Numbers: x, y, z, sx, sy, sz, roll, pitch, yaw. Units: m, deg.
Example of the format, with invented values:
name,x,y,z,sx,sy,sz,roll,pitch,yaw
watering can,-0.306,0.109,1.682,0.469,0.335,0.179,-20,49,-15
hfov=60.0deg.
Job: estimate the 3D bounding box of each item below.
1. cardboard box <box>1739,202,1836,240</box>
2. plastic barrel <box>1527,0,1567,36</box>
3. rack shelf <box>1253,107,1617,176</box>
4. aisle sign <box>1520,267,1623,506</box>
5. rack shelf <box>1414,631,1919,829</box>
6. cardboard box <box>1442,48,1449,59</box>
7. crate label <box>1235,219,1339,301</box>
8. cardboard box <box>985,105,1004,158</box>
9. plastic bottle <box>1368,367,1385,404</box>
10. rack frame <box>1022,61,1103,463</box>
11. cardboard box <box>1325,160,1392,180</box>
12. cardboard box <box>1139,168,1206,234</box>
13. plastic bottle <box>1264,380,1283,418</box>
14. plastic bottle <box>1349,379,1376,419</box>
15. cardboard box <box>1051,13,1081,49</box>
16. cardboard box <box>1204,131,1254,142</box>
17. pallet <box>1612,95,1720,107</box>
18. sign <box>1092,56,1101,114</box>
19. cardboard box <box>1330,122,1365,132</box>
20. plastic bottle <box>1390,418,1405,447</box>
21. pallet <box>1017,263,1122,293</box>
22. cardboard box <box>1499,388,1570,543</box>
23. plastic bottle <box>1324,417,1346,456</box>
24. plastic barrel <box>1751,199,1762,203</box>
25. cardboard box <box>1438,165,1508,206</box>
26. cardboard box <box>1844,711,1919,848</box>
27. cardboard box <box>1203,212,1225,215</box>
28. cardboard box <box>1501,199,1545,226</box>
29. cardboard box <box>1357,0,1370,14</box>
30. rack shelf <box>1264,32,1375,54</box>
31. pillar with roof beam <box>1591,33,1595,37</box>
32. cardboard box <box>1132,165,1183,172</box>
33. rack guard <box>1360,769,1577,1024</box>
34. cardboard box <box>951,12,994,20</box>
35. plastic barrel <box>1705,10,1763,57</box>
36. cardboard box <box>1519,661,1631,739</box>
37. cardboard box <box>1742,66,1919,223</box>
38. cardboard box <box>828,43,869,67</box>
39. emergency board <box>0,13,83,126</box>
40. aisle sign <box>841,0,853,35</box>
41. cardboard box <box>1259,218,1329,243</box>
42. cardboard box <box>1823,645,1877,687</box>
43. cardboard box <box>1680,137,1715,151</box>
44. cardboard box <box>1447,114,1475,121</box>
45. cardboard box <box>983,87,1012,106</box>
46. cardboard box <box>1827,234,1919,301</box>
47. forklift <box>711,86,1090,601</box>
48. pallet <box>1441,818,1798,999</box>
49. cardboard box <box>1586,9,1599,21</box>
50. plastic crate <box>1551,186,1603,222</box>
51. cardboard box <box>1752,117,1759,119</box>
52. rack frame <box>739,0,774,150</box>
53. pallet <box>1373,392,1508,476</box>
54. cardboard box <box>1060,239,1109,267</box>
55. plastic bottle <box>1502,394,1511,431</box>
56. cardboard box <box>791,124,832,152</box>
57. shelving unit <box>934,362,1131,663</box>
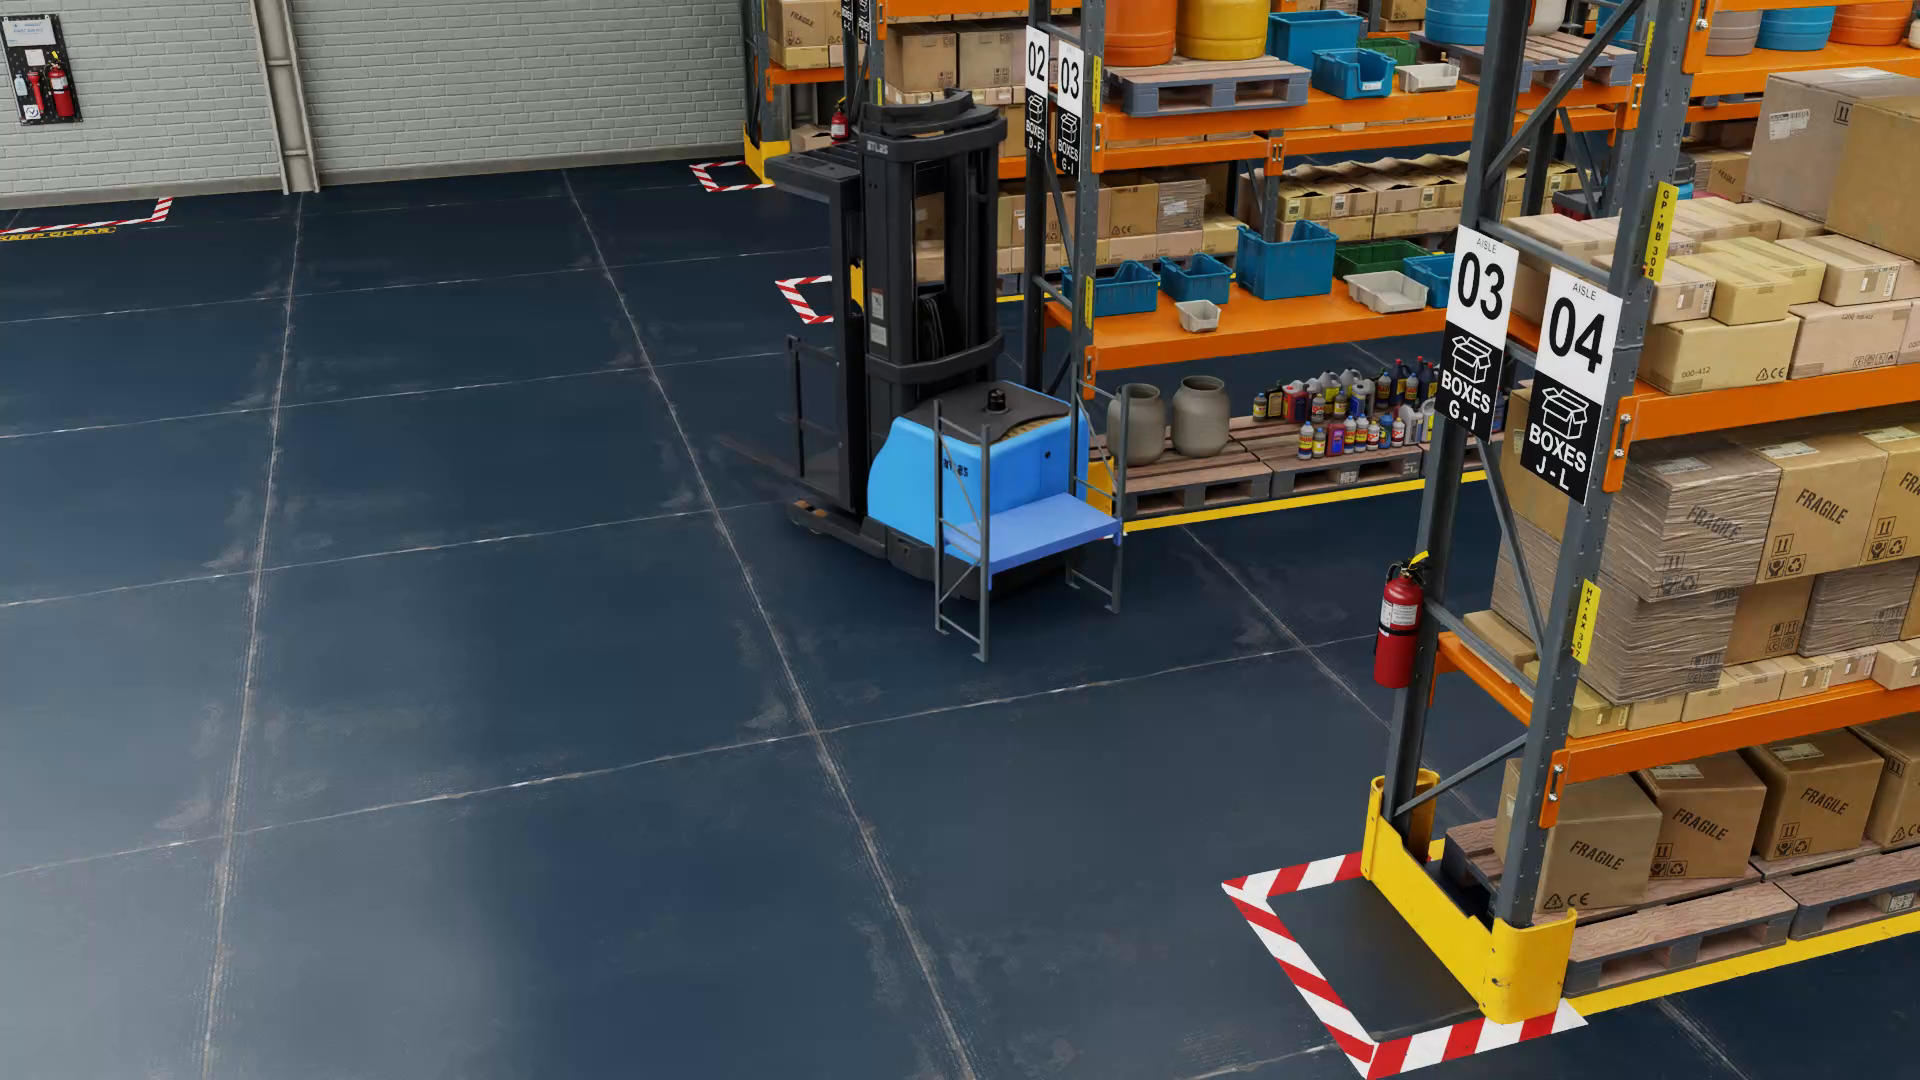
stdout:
name,x,y,z,sx,sy,sz,roll,pitch,yaw
cardboard box,3.372,-1.253,6.743,0.250,0.149,0.380,-8,27,-15
plastic barrel,3.988,-3.782,11.519,0.421,0.512,0.421,0,26,0
rack shelf,4.830,-4.225,17.190,4.000,0.370,1.077,-8,28,-16
aisle sign,2.223,-0.561,6.078,0.004,0.787,0.394,-8,28,-16
rack shelf,4.091,0.515,7.643,4.000,0.370,1.077,-8,28,-16
cardboard box,6.769,-6.306,22.517,0.750,0.750,0.750,-8,28,-16
crate label,2.322,-2.010,11.880,0.616,0.435,0.502,-8,28,-16
cardboard box,0.071,-3.899,15.612,0.500,0.500,0.700,-8,27,-15
plastic bottle,3.213,-1.191,12.829,0.133,0.283,0.061,-7,27,-14
rack frame,0.655,-1.626,11.147,0.127,3.000,1.000,-8,28,-16
cardboard box,4.193,-3.798,17.512,0.500,0.311,0.500,-8,28,-16
cardboard box,2.076,-3.344,16.383,0.500,0.500,0.500,-8,28,-16
plastic bottle,2.371,-1.069,12.583,0.133,0.283,0.061,-8,27,-15
plastic bottle,3.049,-1.075,12.604,0.135,0.276,0.152,-8,28,-16
cardboard box,1.077,-4.627,15.619,0.500,0.500,0.700,-8,28,-16
cardboard box,2.508,-4.253,16.325,0.500,0.500,0.700,-9,28,-17
pallet,7.355,-4.860,17.876,1.003,0.211,1.213,-8,28,-16
sign,0.822,-2.740,10.008,0.005,0.325,0.100,-8,28,-16
cardboard box,3.834,-4.195,16.603,0.250,0.149,0.380,-8,28,-16
plastic bottle,3.187,-0.791,12.116,0.097,0.201,0.097,0,26,0
pallet,0.997,-2.761,16.569,1.213,0.211,1.003,-8,28,-16
cardboard box,2.636,-0.338,6.981,0.500,0.500,0.500,-8,28,-16
plastic bottle,2.697,-0.748,11.937,0.133,0.283,0.061,-8,27,-15
plastic barrel,6.134,-2.378,12.508,0.433,0.535,0.433,0,26,0
cardboard box,5.337,-3.711,17.336,0.500,0.311,0.500,-8,28,-16
cardboard box,4.492,1.088,8.019,0.500,0.500,0.500,-11,28,-21
cardboard box,2.394,-3.293,17.123,0.500,0.250,0.500,-8,28,-16
cardboard box,5.818,-3.531,17.604,0.500,0.250,0.500,-9,28,-17
cardboard box,5.562,-7.280,22.066,0.500,0.500,0.500,-8,28,-16
rack shelf,3.293,-6.319,21.408,4.000,0.370,1.077,-8,28,-16
pillar with roof beam,10.728,-8.796,18.843,0.400,9.000,9.100,-8,28,-16
cardboard box,1.918,-3.561,16.820,0.500,0.500,0.500,-8,28,-16
rack guard,2.261,1.577,7.505,0.348,0.500,1.175,-8,28,-16
cardboard box,0.082,-6.312,19.887,0.500,0.500,0.500,-9,28,-18
plastic barrel,5.497,-3.997,11.985,0.600,0.901,0.600,0,26,0
cardboard box,2.534,0.642,6.860,0.250,0.149,0.380,-8,28,-16
cardboard box,3.585,-1.598,6.707,0.500,0.500,0.500,-8,28,-16
cardboard box,-1.361,-5.767,19.634,0.500,0.250,0.500,-9,28,-18
emergency board,-10.081,-5.127,18.198,0.643,1.169,0.194,-8,28,-16
aisle sign,-1.028,-5.001,15.020,0.004,0.787,0.394,-8,28,-16
cardboard box,3.389,-3.179,16.895,0.500,0.250,0.500,-9,28,-17
cardboard box,3.721,0.467,7.213,0.250,0.149,0.380,-8,28,-16
cardboard box,8.041,-4.199,18.646,0.500,0.500,0.500,-9,28,-18
cardboard box,5.141,-4.629,17.084,0.500,0.500,0.500,-10,28,-19
cardboard box,0.293,-4.124,15.337,0.250,0.149,0.380,-9,28,-17
cardboard box,3.514,-1.048,6.329,0.250,0.149,0.380,-8,28,-16
forklift,-0.547,-1.494,10.958,1.130,2.935,3.031,-23,35,-38
pallet,3.045,1.610,7.765,1.213,0.211,1.003,-8,28,-16
cardboard box,8.531,-7.153,22.539,0.250,0.149,0.380,-8,27,-15
plastic crate,4.824,-2.402,12.637,0.583,0.464,0.402,-8,28,-16
cardboard box,9.049,-4.685,18.782,0.500,0.250,0.500,-8,28,-16
rack frame,-2.413,-5.815,19.584,0.127,3.000,1.000,-8,28,-16
pallet,3.807,-0.853,12.725,1.213,0.211,1.003,-8,28,-16
cardboard box,1.131,-2.863,16.258,0.500,0.250,0.500,-8,28,-16
plastic bottle,4.103,-0.952,12.348,0.133,0.283,0.061,-7,27,-14
cardboard box,-1.727,-4.865,20.199,0.500,0.311,0.500,-12,29,-22
shelving unit,0.421,-0.174,9.908,1.048,1.500,0.538,-18,31,-32
